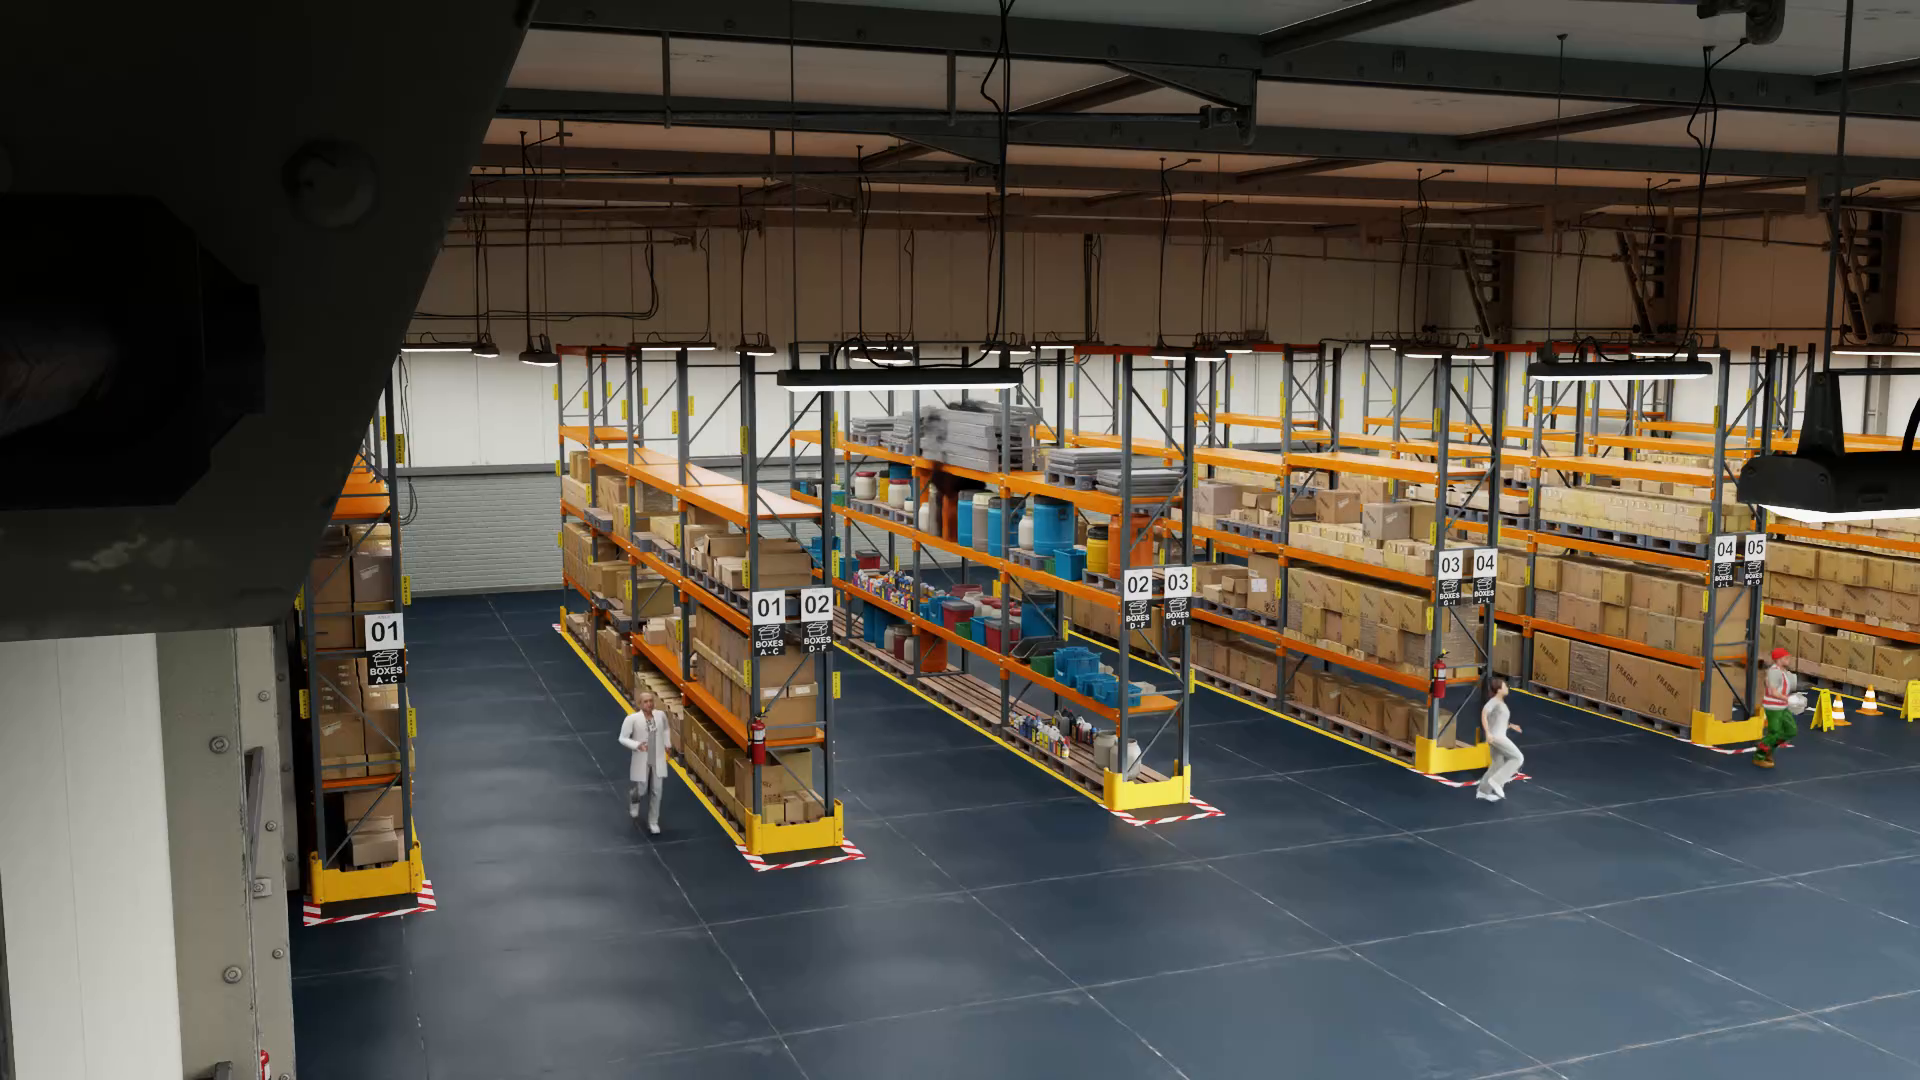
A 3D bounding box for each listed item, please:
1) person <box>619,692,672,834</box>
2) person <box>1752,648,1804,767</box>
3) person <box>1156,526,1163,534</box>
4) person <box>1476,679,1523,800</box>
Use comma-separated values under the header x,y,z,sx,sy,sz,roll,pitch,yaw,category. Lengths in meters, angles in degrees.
x,y,z,sx,sy,sz,roll,pitch,yaw,category
-3.975,2.787,21.094,0.718,1.746,0.834,-4,8,-28,person
11.824,2.416,23.959,0.637,1.755,0.693,5,9,36,person
4.661,0.525,39.014,0.660,1.776,0.679,0,7,0,person
7.301,2.678,22.429,0.585,1.622,0.565,2,8,19,person
